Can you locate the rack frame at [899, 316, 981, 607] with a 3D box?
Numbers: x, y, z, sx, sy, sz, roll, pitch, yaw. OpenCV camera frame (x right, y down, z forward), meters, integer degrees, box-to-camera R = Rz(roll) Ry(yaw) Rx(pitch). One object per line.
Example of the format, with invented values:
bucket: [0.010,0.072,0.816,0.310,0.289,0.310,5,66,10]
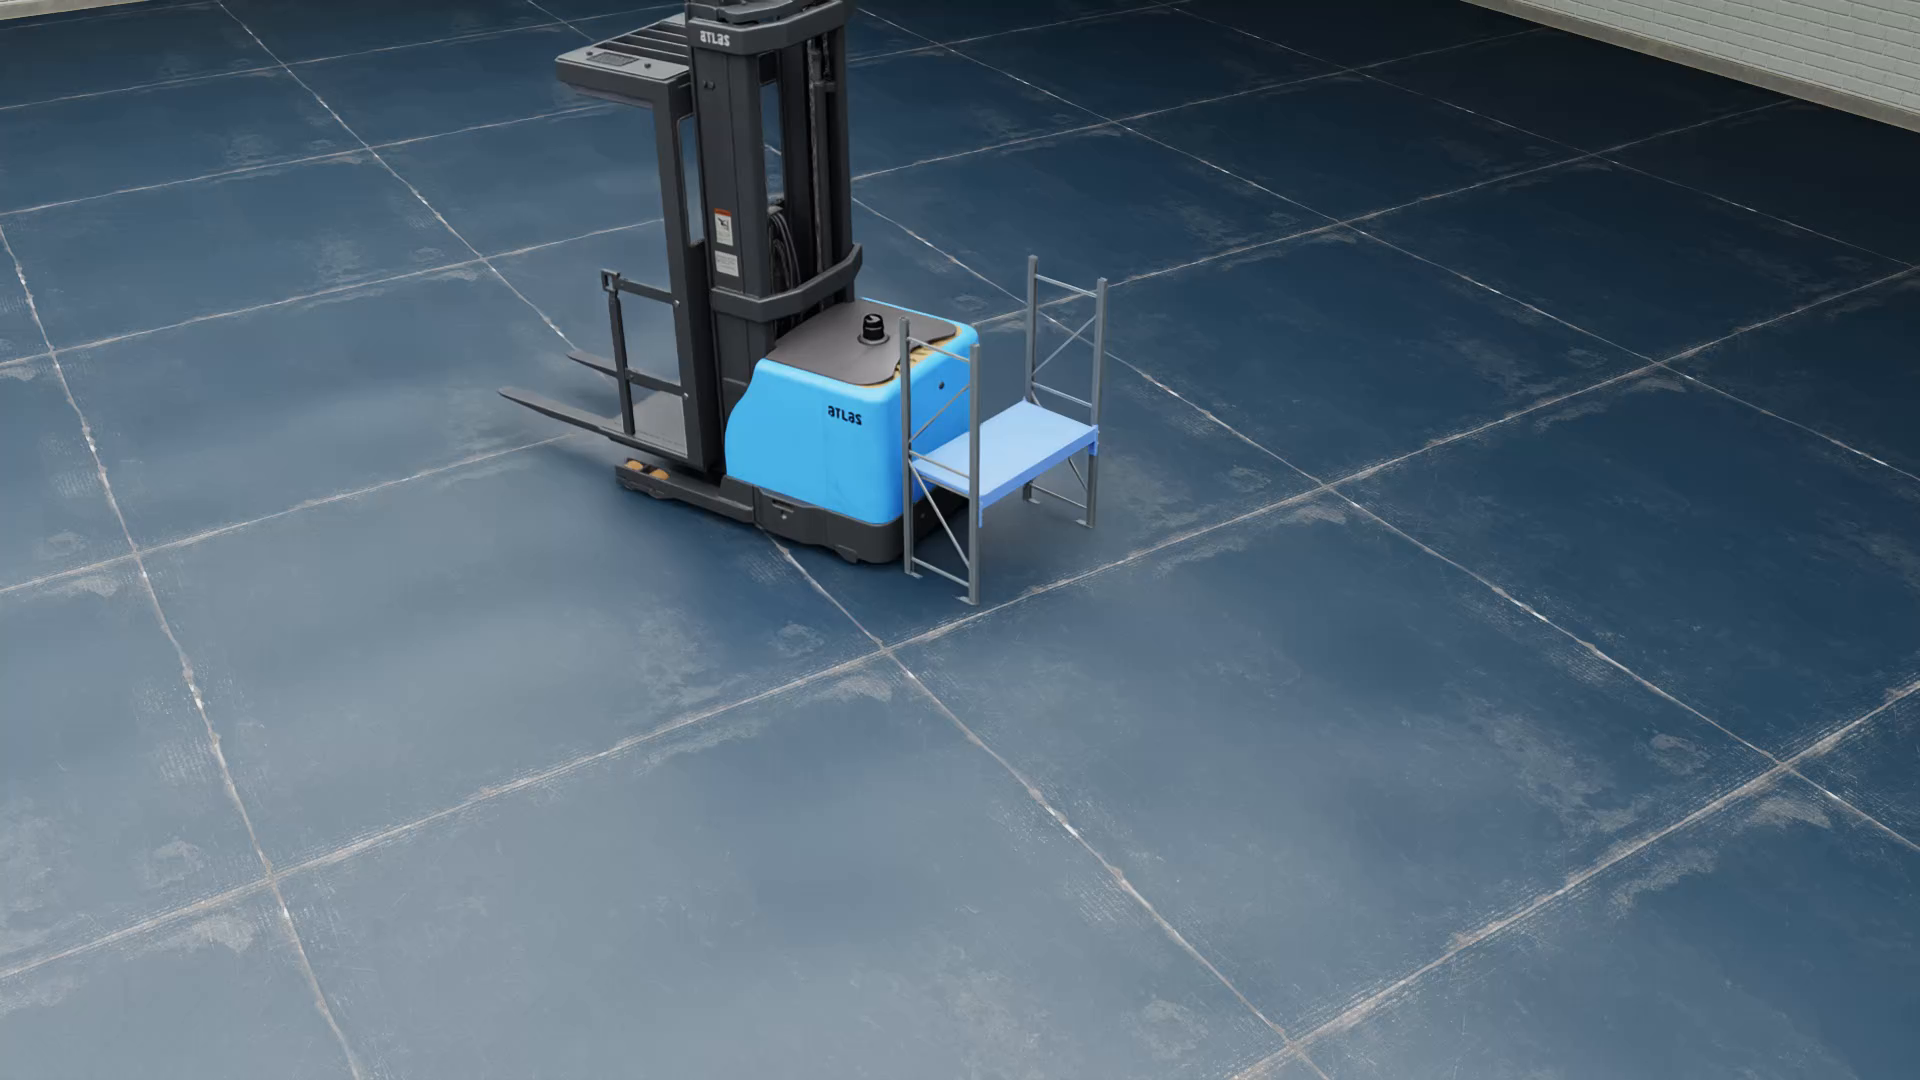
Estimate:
rack frame: [-0.101,-0.377,8.442,0.500,1.500,0.032,25,40,33]

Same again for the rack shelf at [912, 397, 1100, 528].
rack shelf: [0.230,-0.431,8.864,0.538,0.185,1.000,25,40,33]

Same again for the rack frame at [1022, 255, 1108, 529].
rack frame: [0.561,-0.789,9.095,0.500,1.500,0.032,25,40,33]

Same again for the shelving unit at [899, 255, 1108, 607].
shelving unit: [0.230,-0.583,8.768,0.538,1.500,1.048,25,40,33]

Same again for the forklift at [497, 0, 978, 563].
forklift: [-1.407,-1.696,9.192,3.031,2.935,1.130,18,37,27]
